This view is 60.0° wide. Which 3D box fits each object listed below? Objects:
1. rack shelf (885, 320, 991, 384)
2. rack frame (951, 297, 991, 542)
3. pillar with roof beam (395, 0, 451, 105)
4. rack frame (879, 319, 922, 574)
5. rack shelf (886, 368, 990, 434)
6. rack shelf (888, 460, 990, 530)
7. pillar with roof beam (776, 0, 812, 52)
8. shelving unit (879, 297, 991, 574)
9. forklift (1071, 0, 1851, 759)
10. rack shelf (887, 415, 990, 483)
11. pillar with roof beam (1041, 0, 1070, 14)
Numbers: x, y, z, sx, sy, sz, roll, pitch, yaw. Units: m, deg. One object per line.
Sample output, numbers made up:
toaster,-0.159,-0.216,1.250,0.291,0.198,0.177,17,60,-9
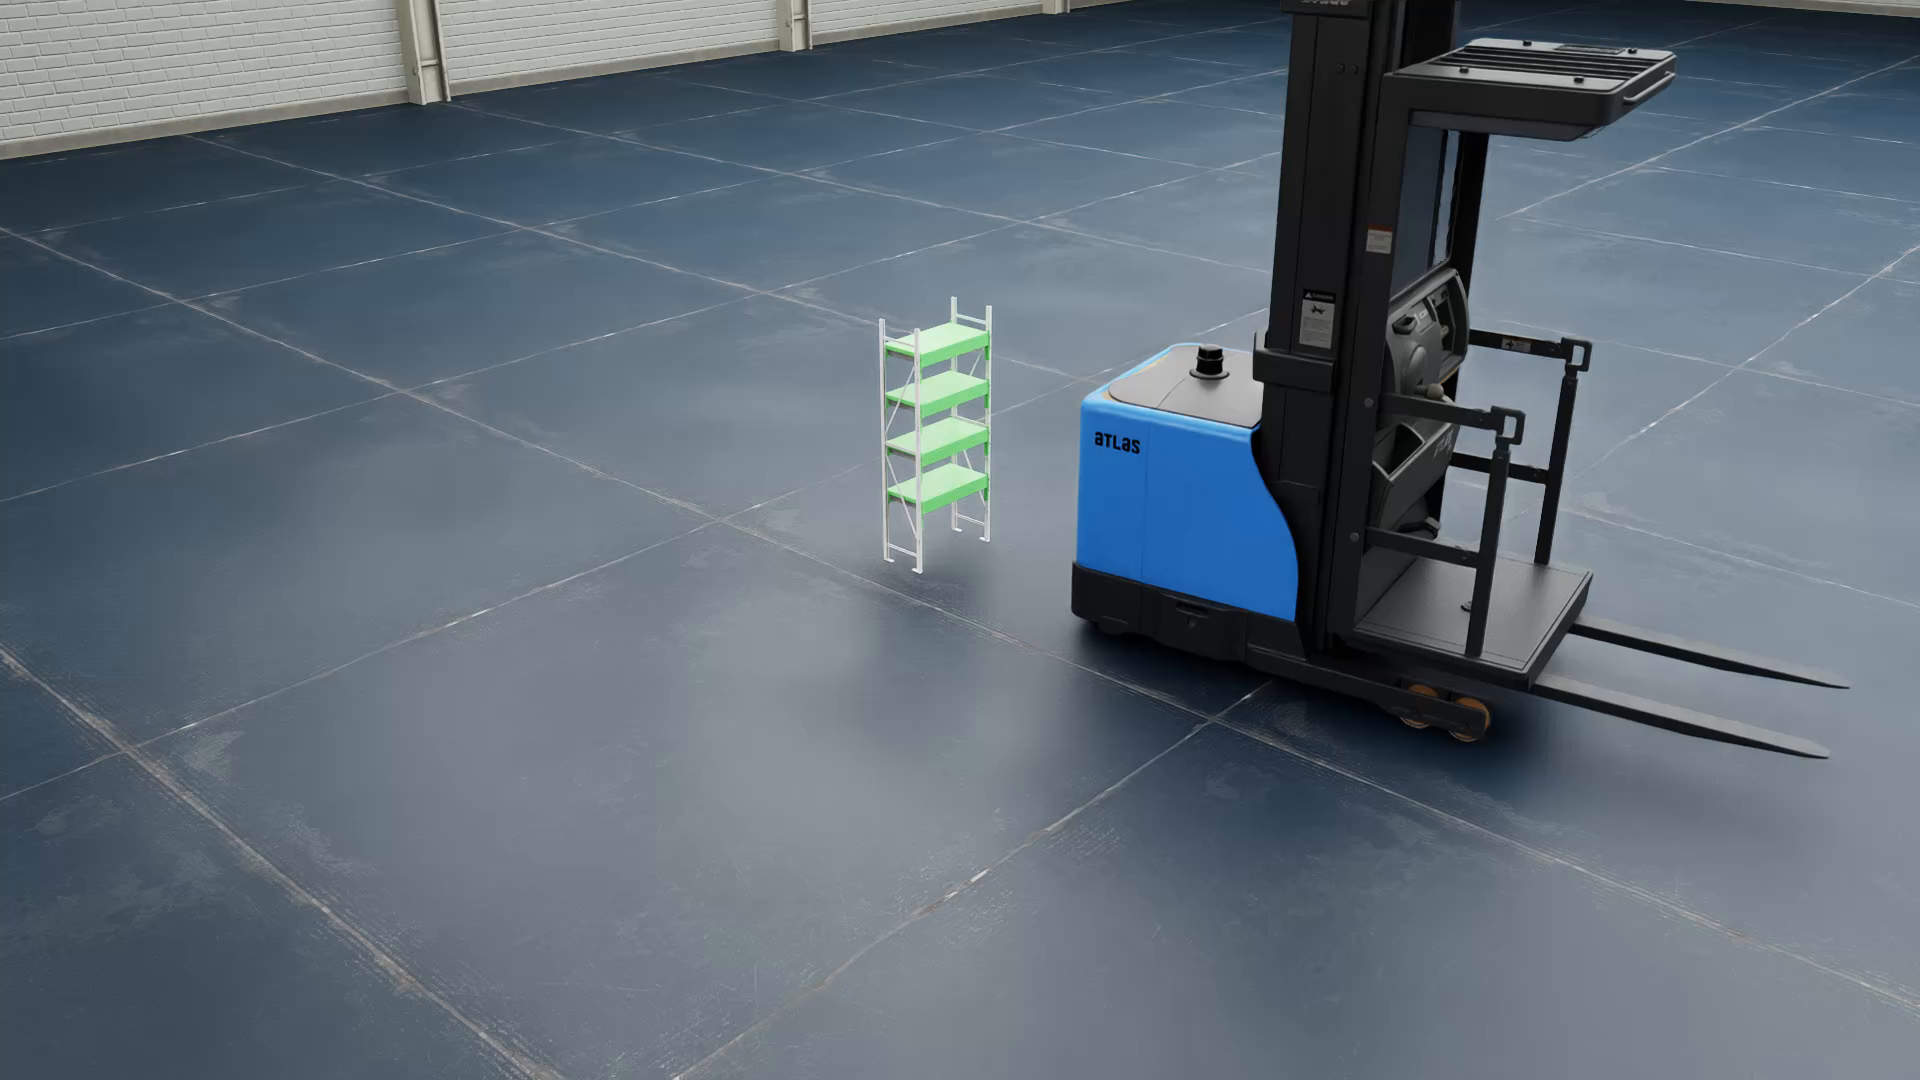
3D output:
rack shelf,-0.110,-0.877,7.722,0.258,0.148,0.480,20,31,38
rack frame,0.052,-0.571,8.058,0.240,1.200,0.015,20,31,38
pillar with roof beam,-3.187,-8.221,15.586,9.100,9.000,0.400,20,31,38
rack frame,-0.273,-0.423,7.726,0.240,1.200,0.015,20,31,38
rack shelf,-0.110,-0.658,7.820,0.258,0.148,0.480,20,31,38
rack shelf,-0.110,-0.220,8.016,0.258,0.148,0.480,20,31,38
pillar with roof beam,0.818,-10.049,19.663,9.100,9.000,0.400,20,31,38
shelving unit,-0.110,-0.497,7.892,0.258,1.200,0.503,20,31,38
forklift,2.013,-0.798,6.448,3.031,2.935,1.130,15,28,29
rack shelf,-0.110,-0.439,7.918,0.258,0.148,0.480,20,31,38
pillar with roof beam,4.822,-11.877,23.741,9.100,9.000,0.400,20,31,38
